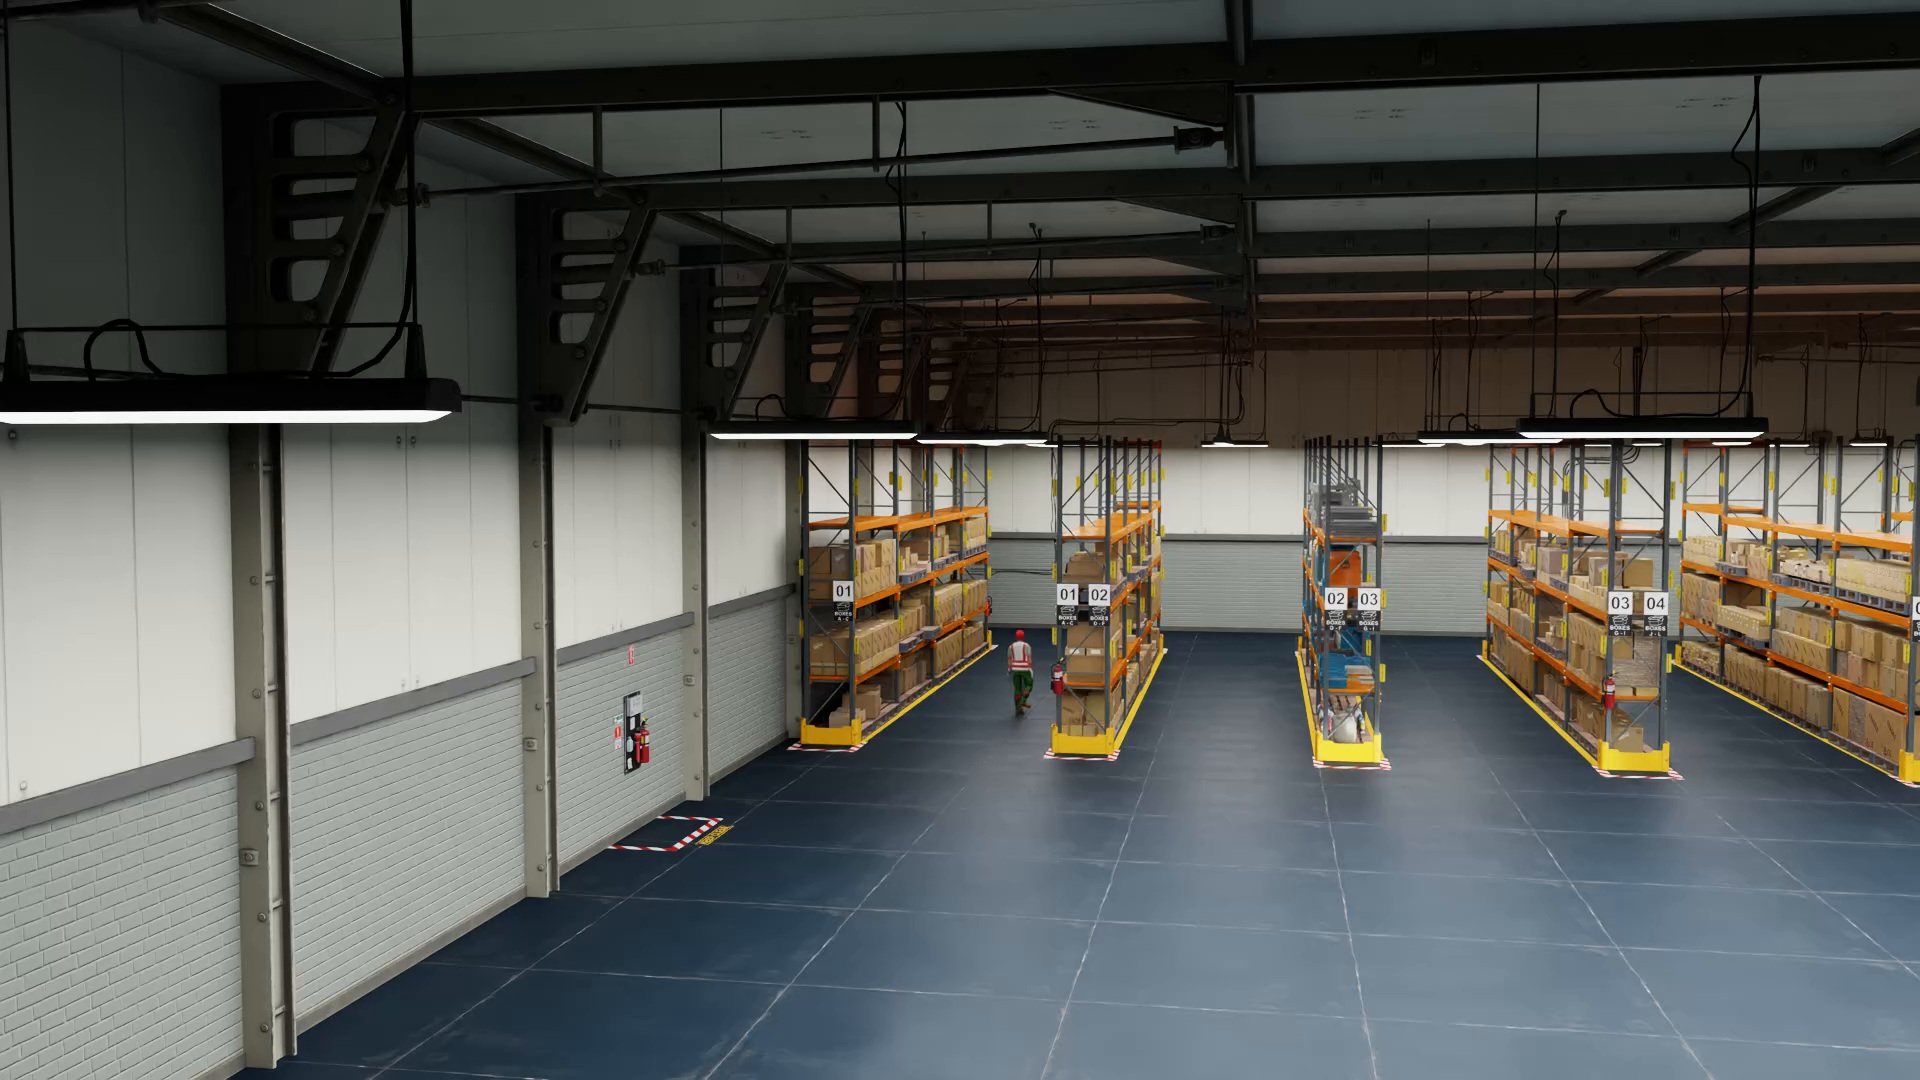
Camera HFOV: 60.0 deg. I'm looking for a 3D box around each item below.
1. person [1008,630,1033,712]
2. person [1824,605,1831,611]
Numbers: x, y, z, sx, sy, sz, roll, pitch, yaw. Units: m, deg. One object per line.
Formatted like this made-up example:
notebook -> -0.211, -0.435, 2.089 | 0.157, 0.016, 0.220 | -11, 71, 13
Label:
person -> 1.313, 2.863, 36.348 | 0.584, 1.779, 0.498 | 1, 3, 21
person -> 23.359, 2.467, 44.747 | 0.819, 1.652, 0.485 | -1, 3, -10
